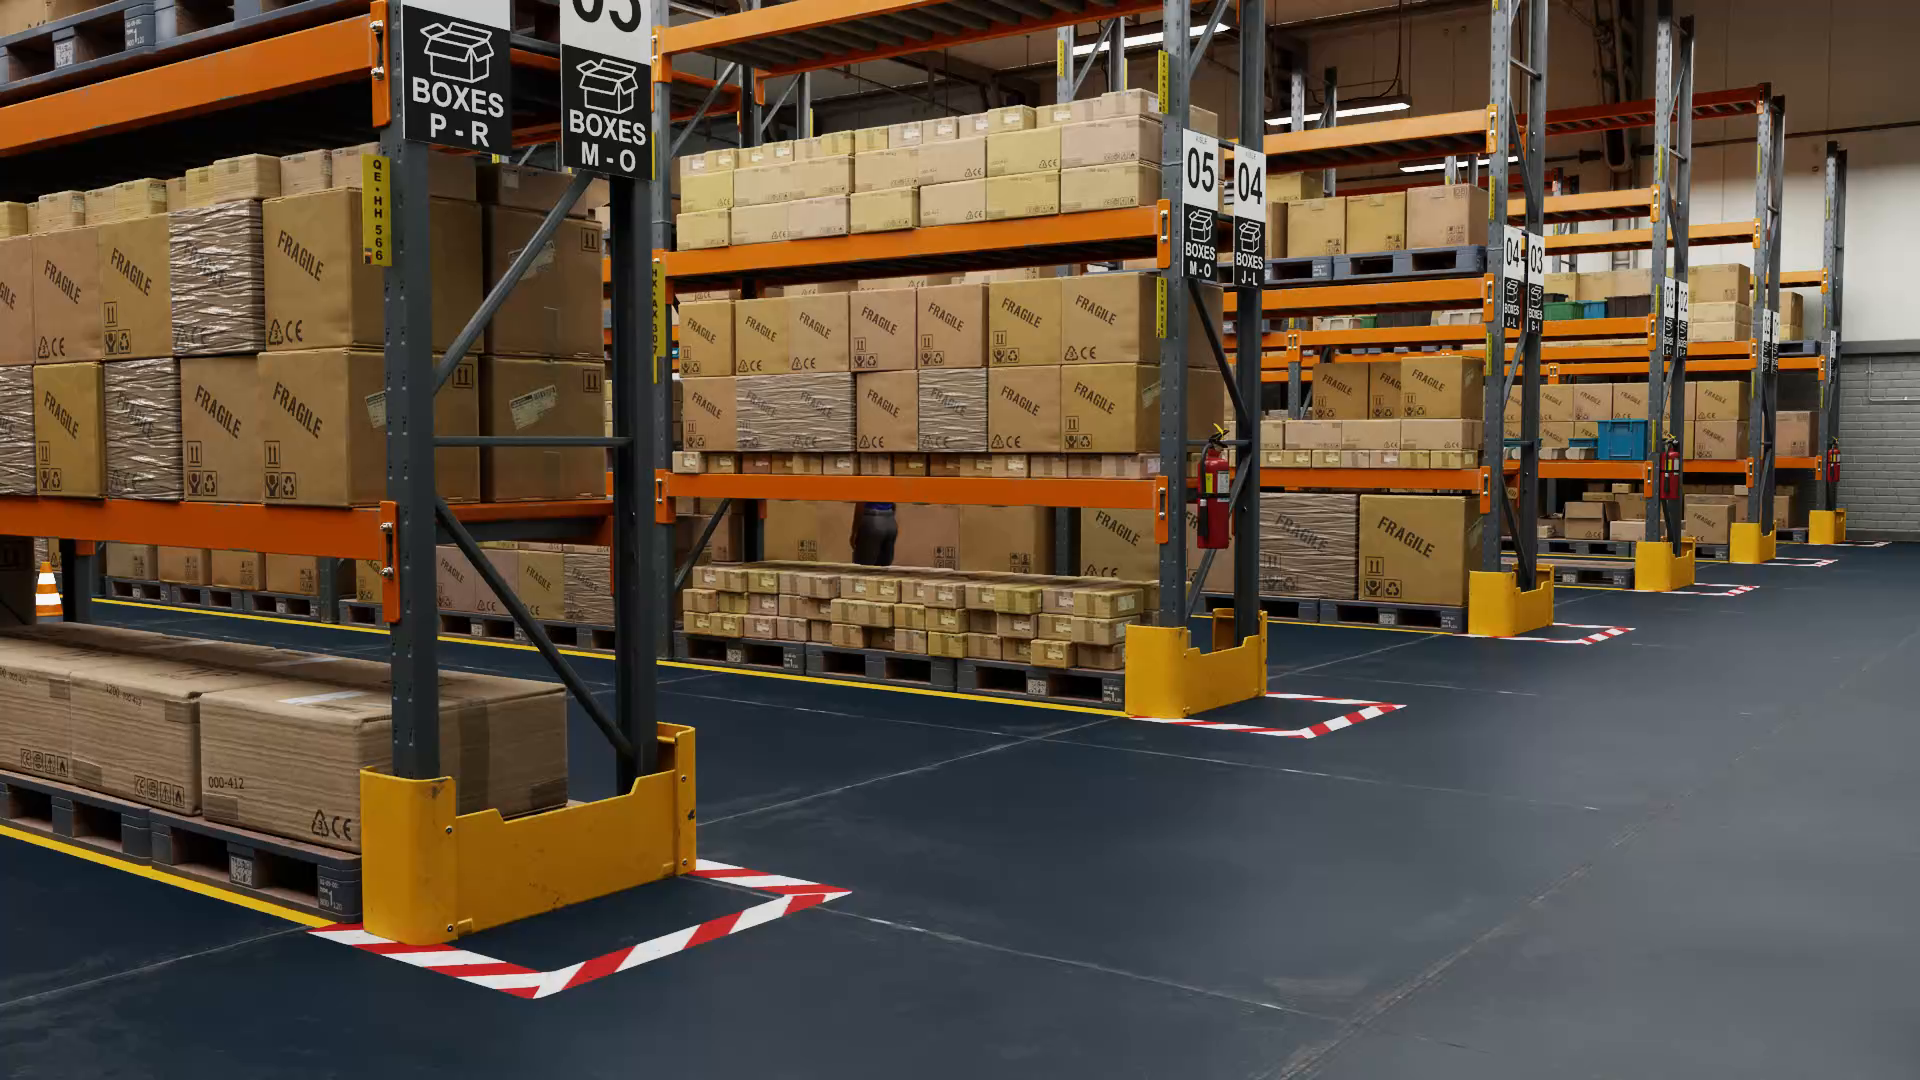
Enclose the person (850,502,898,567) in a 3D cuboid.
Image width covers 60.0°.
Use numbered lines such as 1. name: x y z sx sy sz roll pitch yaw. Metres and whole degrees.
1. person: -0.682 -0.073 12.969 0.353 1.654 0.505 2 4 34
